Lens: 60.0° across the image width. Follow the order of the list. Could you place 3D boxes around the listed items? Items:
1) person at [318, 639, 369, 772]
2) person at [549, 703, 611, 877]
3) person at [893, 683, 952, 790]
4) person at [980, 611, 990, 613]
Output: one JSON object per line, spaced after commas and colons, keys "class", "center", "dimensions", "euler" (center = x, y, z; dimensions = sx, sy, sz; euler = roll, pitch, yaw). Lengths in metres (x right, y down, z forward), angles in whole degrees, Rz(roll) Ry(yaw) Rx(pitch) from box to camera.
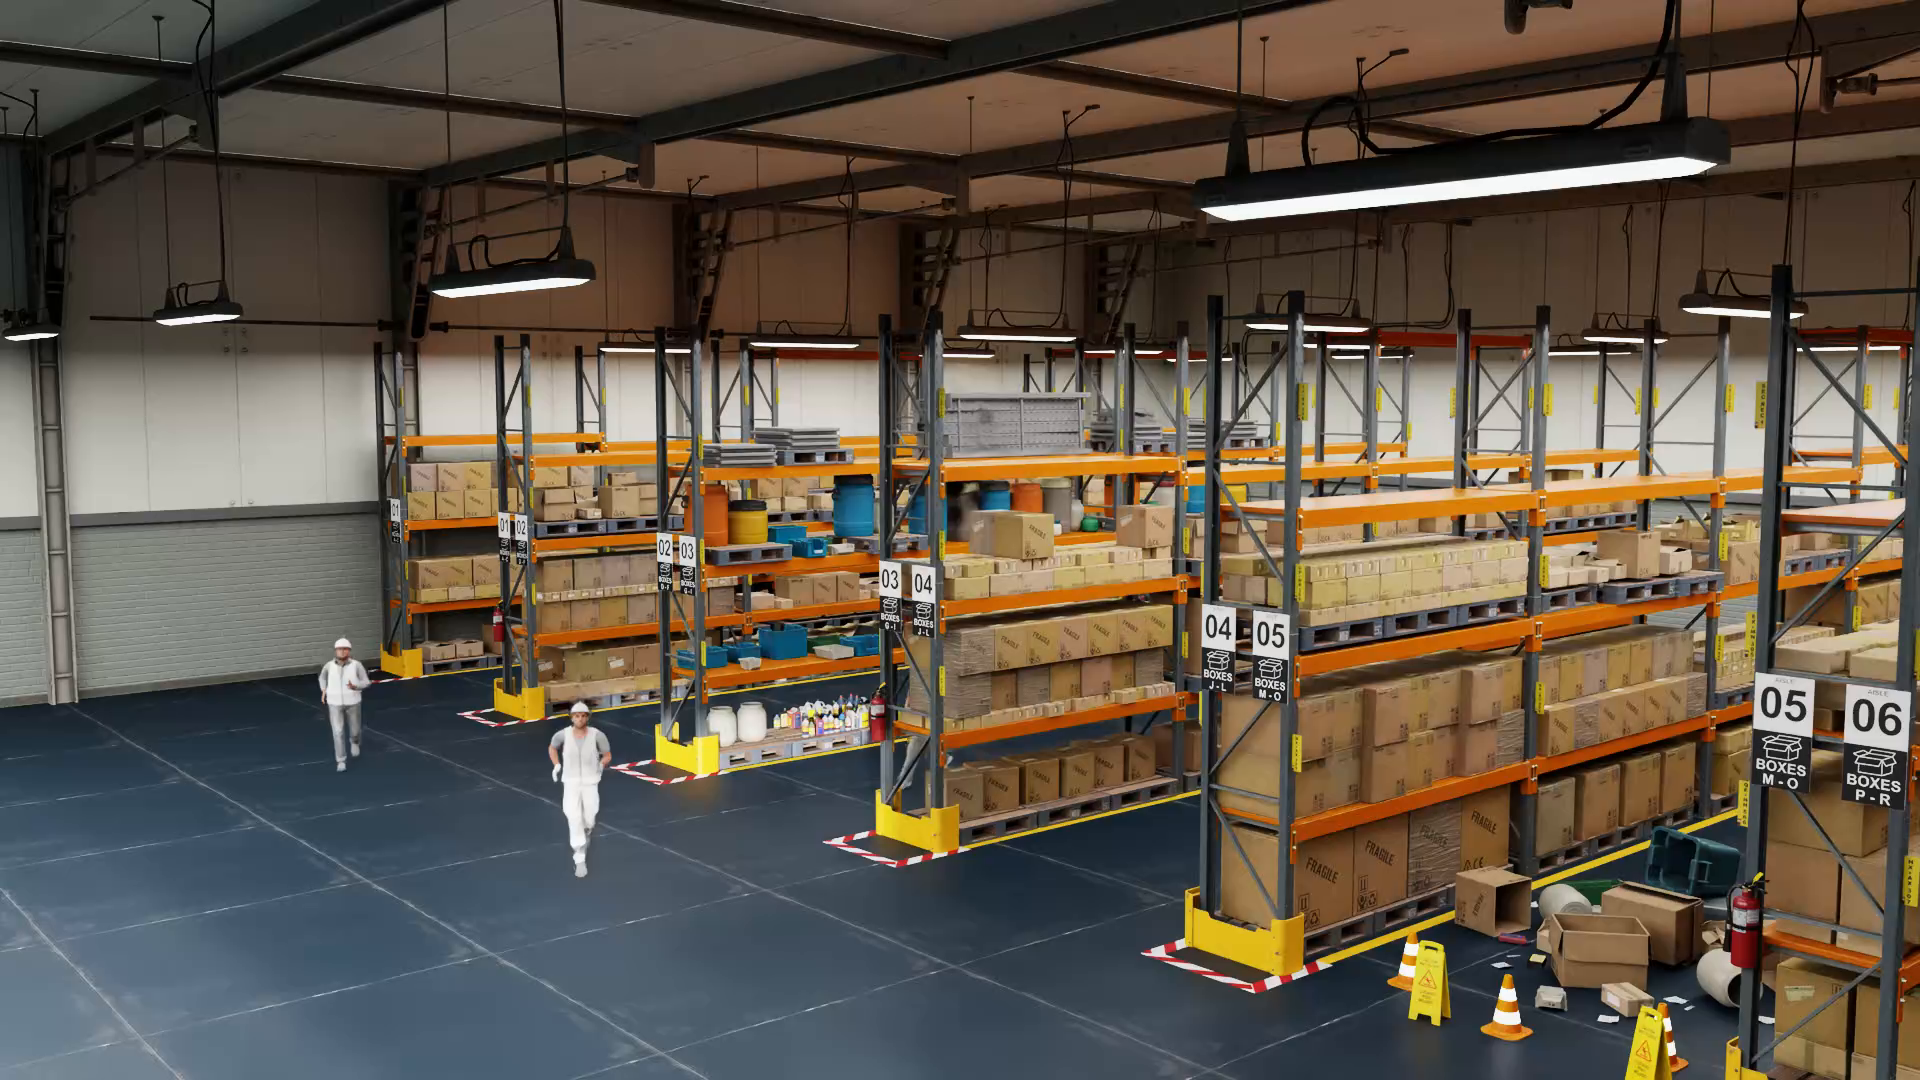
{"class": "person", "center": [-8.397, 2.219, 22.675], "dimensions": [0.667, 1.750, 0.925], "euler": [-2, 5, -17]}
{"class": "person", "center": [-4.095, 2.639, 17.958], "dimensions": [0.656, 1.792, 0.980], "euler": [-1, 5, -14]}
{"class": "person", "center": [-0.461, 2.336, 21.269], "dimensions": [0.961, 1.663, 0.587], "euler": [-5, 7, -42]}
{"class": "person", "center": [0.582, 1.454, 28.482], "dimensions": [0.643, 1.781, 0.659], "euler": [-4, 7, -38]}
